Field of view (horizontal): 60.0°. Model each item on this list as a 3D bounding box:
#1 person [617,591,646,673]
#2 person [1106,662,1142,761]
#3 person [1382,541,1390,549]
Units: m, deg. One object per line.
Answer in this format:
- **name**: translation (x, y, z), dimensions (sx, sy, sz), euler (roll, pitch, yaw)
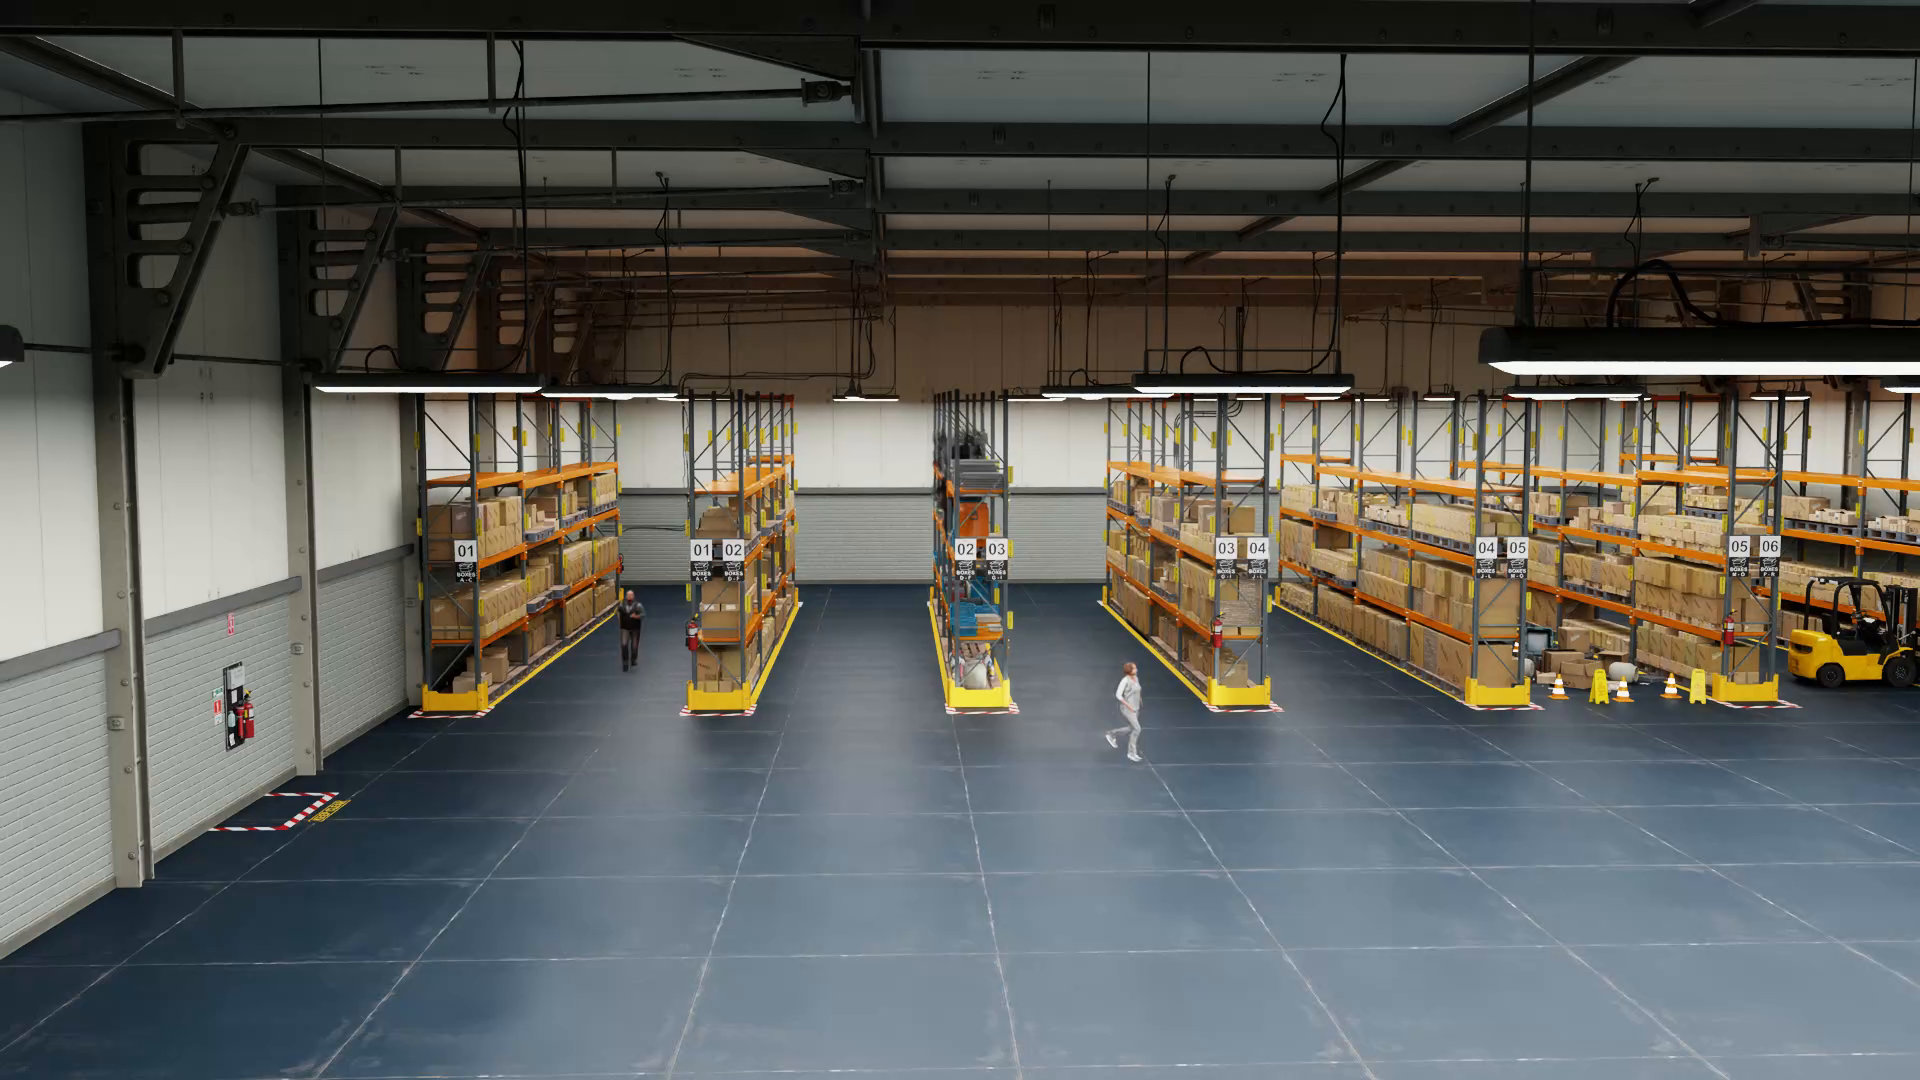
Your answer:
- **person**: translation (-7.074, 1.964, 35.816), dimensions (0.635, 1.770, 0.795), euler (-1, 5, -8)
- **person**: translation (2.664, 2.797, 26.903), dimensions (0.659, 1.514, 0.555), euler (3, 6, 34)
- **person**: translation (12.576, 0.836, 49.299), dimensions (0.644, 1.742, 0.687), euler (0, 5, -2)
